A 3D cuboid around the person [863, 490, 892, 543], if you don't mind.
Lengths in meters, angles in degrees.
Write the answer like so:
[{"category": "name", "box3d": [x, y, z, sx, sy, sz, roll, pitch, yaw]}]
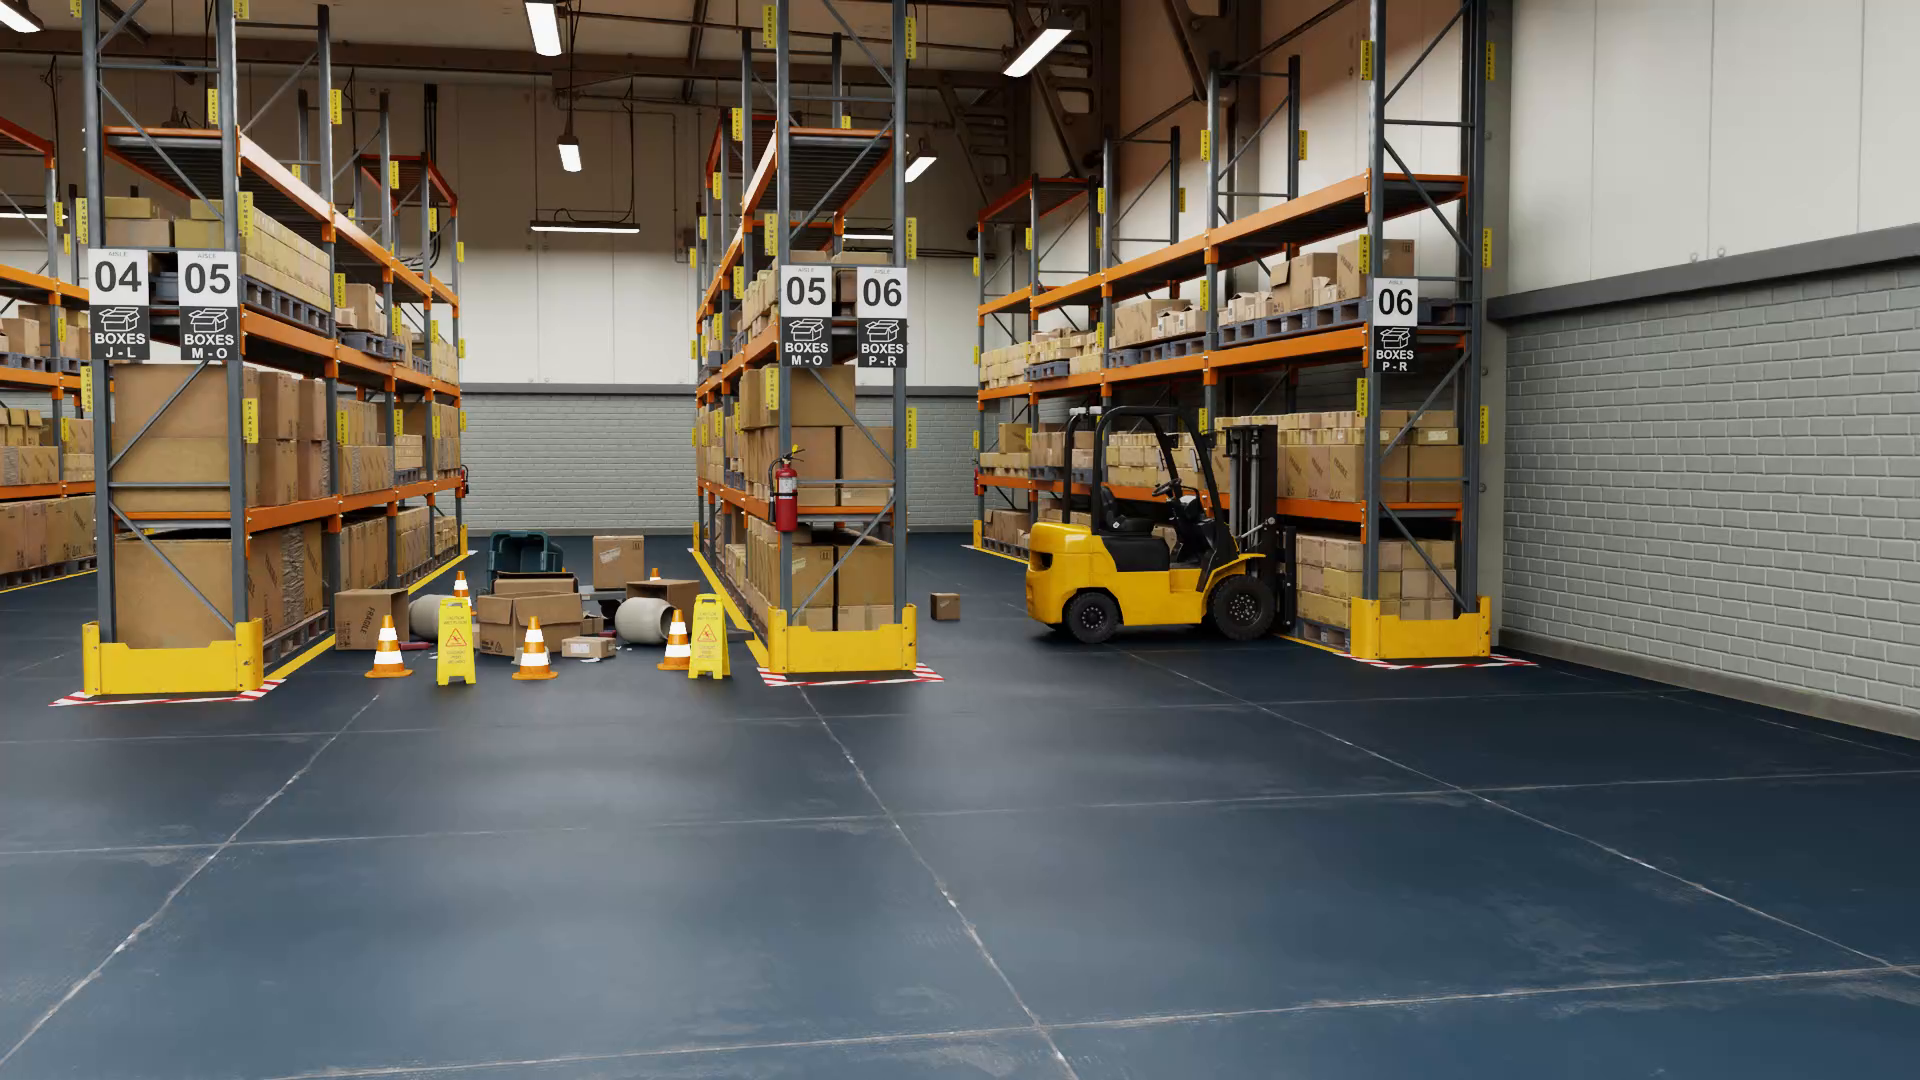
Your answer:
[{"category": "person", "box3d": [-1.083, -0.212, 22.109, 0.406, 1.347, 0.418, -1, 3, -10]}]
